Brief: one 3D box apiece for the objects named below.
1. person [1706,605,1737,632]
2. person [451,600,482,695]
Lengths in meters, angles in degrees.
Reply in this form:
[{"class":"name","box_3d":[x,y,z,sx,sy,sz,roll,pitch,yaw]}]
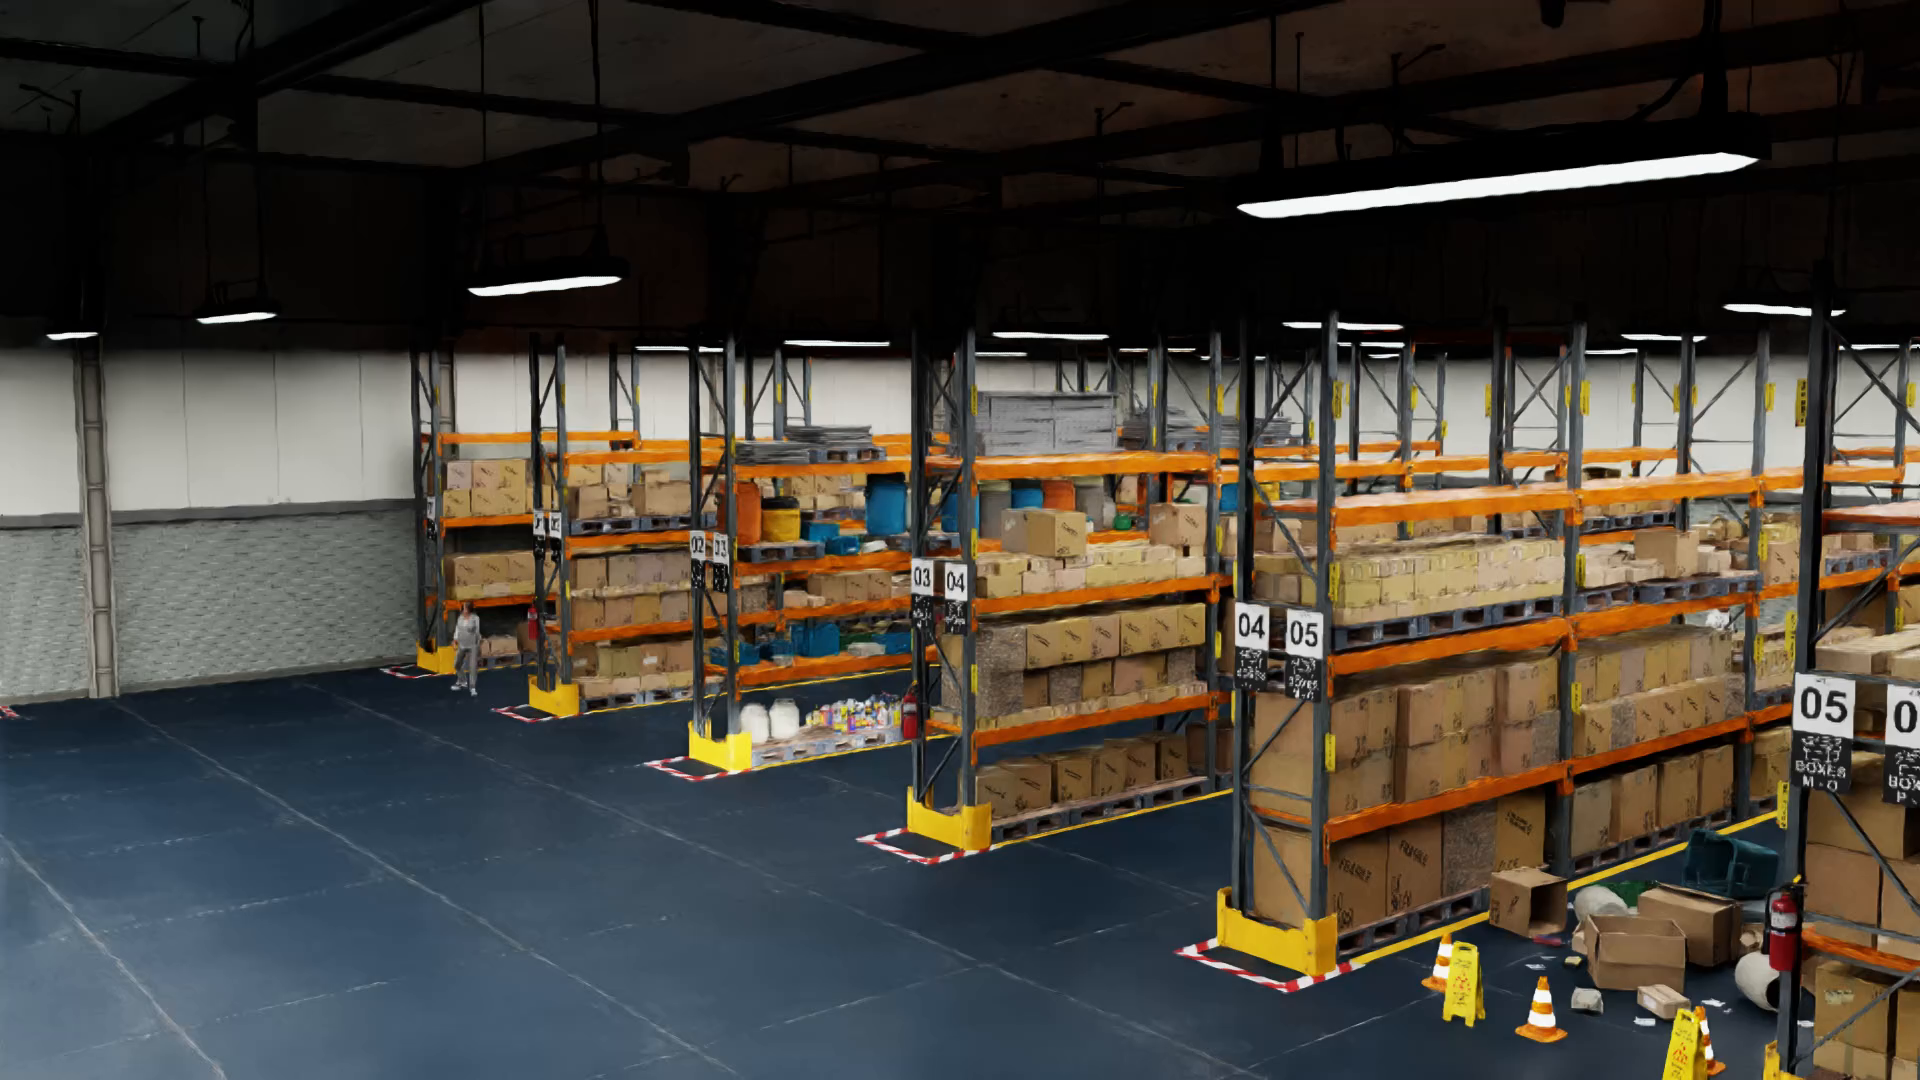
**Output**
[{"class":"person","box_3d":[12.413,1.769,27.211,0.651,1.750,0.513,-3,6,-31]},{"class":"person","box_3d":[-8.339,1.791,27.960,0.600,1.589,0.472,0,5,5]}]
